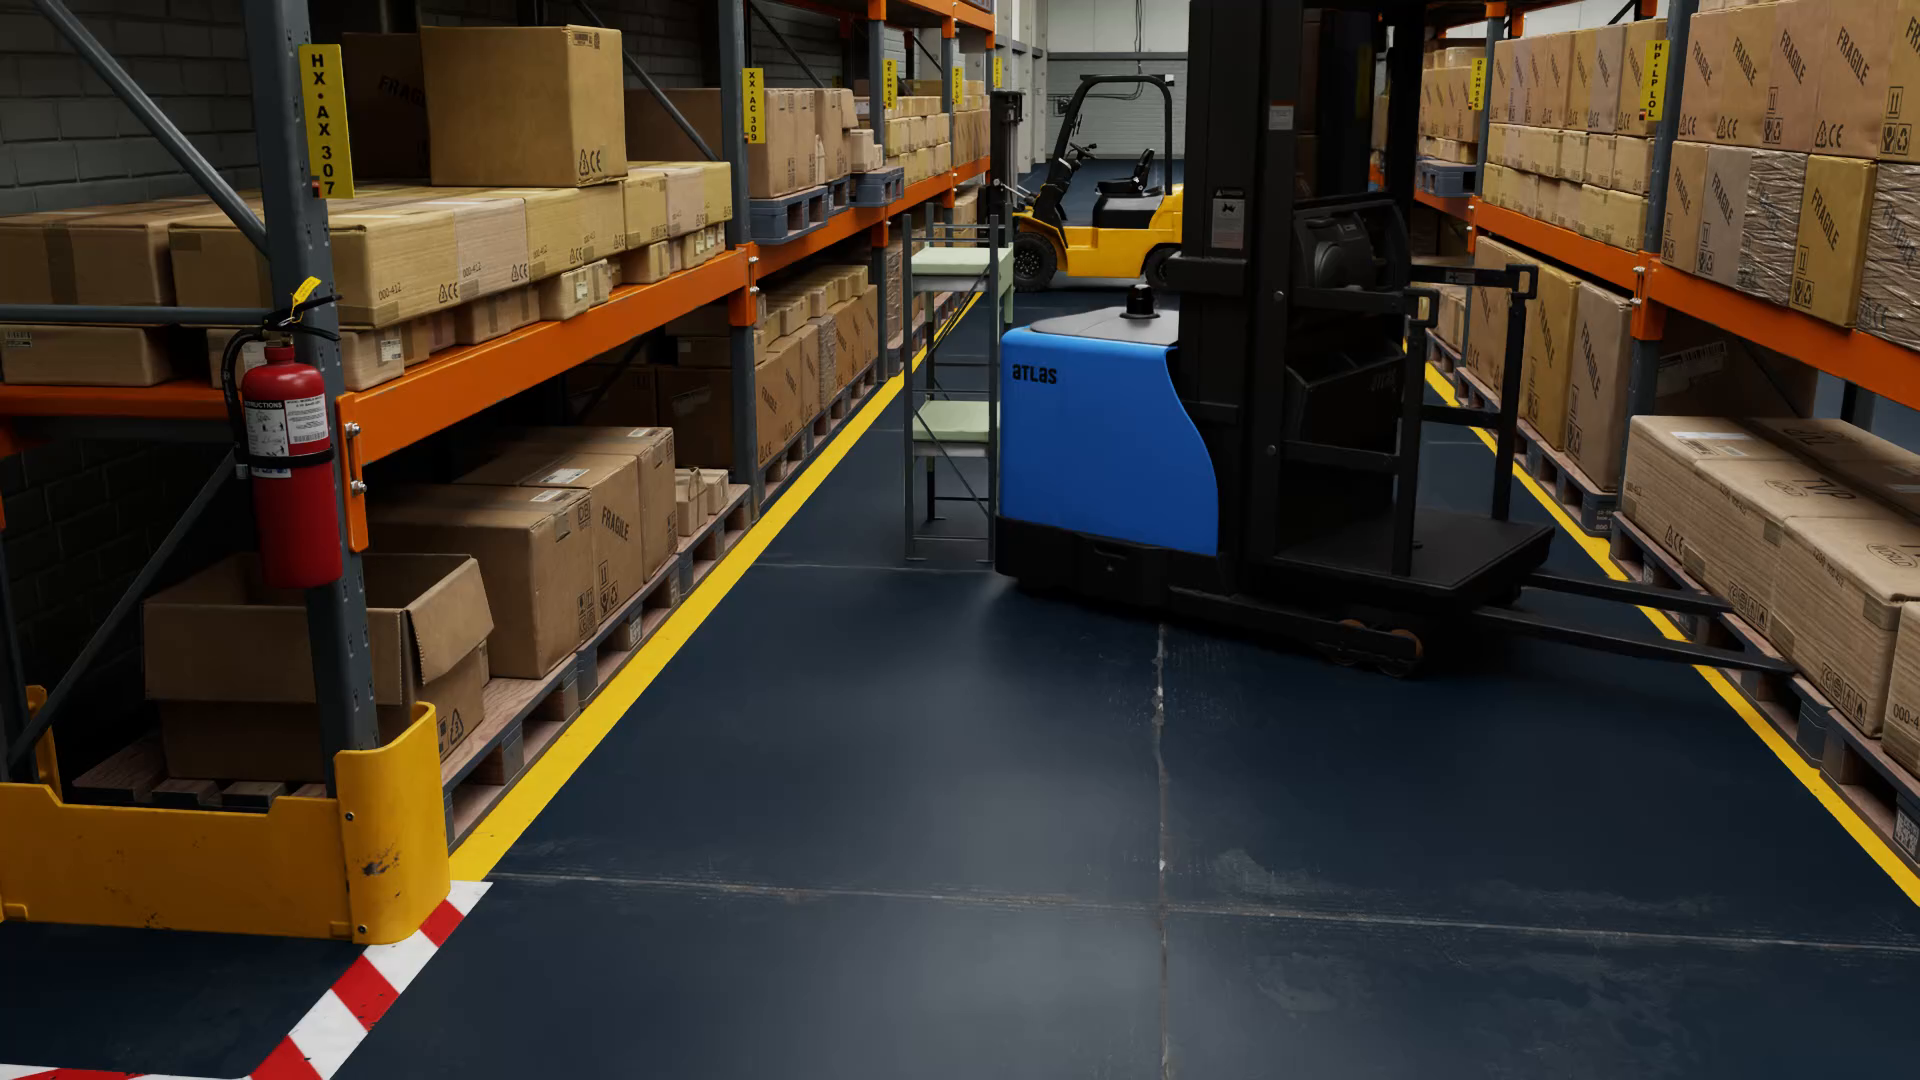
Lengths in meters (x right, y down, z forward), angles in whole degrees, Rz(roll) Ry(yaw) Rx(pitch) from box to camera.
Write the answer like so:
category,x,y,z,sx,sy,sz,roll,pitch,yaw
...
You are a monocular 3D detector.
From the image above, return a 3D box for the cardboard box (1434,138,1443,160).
category,x,y,z,sx,sy,sz,roll,pitch,yaw
cardboard box,3.714,-2.884,12.259,0.380,0.149,0.250,2,15,7

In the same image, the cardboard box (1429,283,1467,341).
category,x,y,z,sx,sy,sz,roll,pitch,yaw
cardboard box,4.064,-1.708,12.461,0.950,0.372,0.625,1,15,5

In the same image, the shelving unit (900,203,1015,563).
category,x,y,z,sx,sy,sz,roll,pitch,yaw
shelving unit,0.001,-0.726,7.473,0.431,1.500,0.755,2,15,6

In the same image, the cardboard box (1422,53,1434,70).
category,x,y,z,sx,sy,sz,roll,pitch,yaw
cardboard box,3.962,-4.069,14.156,0.380,0.149,0.250,2,15,6

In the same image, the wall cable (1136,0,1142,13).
category,x,y,z,sx,sy,sz,roll,pitch,yaw
wall cable,6.631,-16.763,48.689,3.097,2.526,0.112,2,15,6

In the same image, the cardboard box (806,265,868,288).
category,x,y,z,sx,sy,sz,roll,pitch,yaw
cardboard box,-0.821,-1.755,11.146,0.380,0.149,0.250,1,15,4

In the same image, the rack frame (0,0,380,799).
category,x,y,z,sx,sy,sz,roll,pitch,yaw
rack frame,-1.920,-0.506,3.787,1.000,3.000,0.127,2,15,6

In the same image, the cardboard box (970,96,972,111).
category,x,y,z,sx,sy,sz,roll,pitch,yaw
cardboard box,-0.074,-4.455,16.958,0.380,0.149,0.250,1,15,5

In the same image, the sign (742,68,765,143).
category,x,y,z,sx,sy,sz,roll,pitch,yaw
sign,-0.929,-1.947,7.459,0.100,0.325,0.005,2,15,6

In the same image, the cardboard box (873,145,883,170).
category,x,y,z,sx,sy,sz,roll,pitch,yaw
cardboard box,-0.710,-2.481,10.767,0.380,0.149,0.250,2,15,7

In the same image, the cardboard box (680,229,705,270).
category,x,y,z,sx,sy,sz,roll,pitch,yaw
cardboard box,-1.267,-1.196,6.819,0.380,0.149,0.250,2,15,8

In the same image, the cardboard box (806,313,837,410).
category,x,y,z,sx,sy,sz,roll,pitch,yaw
cardboard box,-1.015,-1.060,9.822,0.500,0.500,0.500,1,15,4

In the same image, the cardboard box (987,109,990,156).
category,x,y,z,sx,sy,sz,roll,pitch,yaw
cardboard box,0.091,-4.569,18.620,0.500,0.500,0.500,1,15,5

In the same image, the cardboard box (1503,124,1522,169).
category,x,y,z,sx,sy,sz,roll,pitch,yaw
cardboard box,3.553,-2.347,9.923,0.500,0.250,0.500,2,15,8

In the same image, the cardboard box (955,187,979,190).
category,x,y,z,sx,sy,sz,roll,pitch,yaw
cardboard box,0.092,-3.753,18.341,0.500,0.250,0.500,2,15,7

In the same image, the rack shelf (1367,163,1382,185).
category,x,y,z,sx,sy,sz,roll,pitch,yaw
rack shelf,4.592,-3.645,16.772,1.077,0.370,4.000,2,15,6

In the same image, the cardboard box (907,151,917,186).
category,x,y,z,sx,sy,sz,roll,pitch,yaw
cardboard box,-0.611,-2.881,12.856,0.500,0.250,0.500,1,15,4

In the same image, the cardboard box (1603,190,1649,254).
category,x,y,z,sx,sy,sz,roll,pitch,yaw
cardboard box,3.264,-1.450,7.564,0.500,0.250,0.500,1,15,5

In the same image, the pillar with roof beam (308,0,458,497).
category,x,y,z,sx,sy,sz,roll,pitch,yaw
pillar with roof beam,1.835,-4.159,5.802,9.100,9.000,0.400,2,15,6

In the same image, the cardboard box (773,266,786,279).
category,x,y,z,sx,sy,sz,roll,pitch,yaw
cardboard box,-1.386,-1.764,11.181,0.380,0.149,0.250,2,15,9

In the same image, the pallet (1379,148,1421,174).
category,x,y,z,sx,sy,sz,roll,pitch,yaw
pallet,4.136,-3.187,14.068,1.003,0.211,1.213,2,15,6

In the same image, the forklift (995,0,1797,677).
category,x,y,z,sx,sy,sz,roll,pitch,yaw
forklift,1.628,-1.088,6.071,3.031,2.935,1.130,11,19,36

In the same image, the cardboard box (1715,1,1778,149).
category,x,y,z,sx,sy,sz,roll,pitch,yaw
cardboard box,3.106,-1.682,6.029,0.500,0.500,0.500,1,15,6

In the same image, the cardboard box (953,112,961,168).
category,x,y,z,sx,sy,sz,roll,pitch,yaw
cardboard box,-0.256,-3.774,15.681,0.500,0.500,0.500,1,15,5

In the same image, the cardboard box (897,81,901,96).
category,x,y,z,sx,sy,sz,roll,pitch,yaw
cardboard box,-0.761,-4.279,15.736,0.380,0.149,0.250,1,15,5

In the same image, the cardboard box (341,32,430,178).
category,x,y,z,sx,sy,sz,roll,pitch,yaw
cardboard box,-1.901,-1.598,6.107,0.500,0.500,0.500,1,15,5

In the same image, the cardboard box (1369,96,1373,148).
category,x,y,z,sx,sy,sz,roll,pitch,yaw
cardboard box,4.328,-4.189,16.646,0.500,0.500,0.500,1,15,5

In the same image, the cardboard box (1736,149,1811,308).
category,x,y,z,sx,sy,sz,roll,pitch,yaw
cardboard box,3.027,-1.073,5.694,0.500,0.500,0.500,2,15,7

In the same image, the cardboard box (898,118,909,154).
category,x,y,z,sx,sy,sz,roll,pitch,yaw
cardboard box,-0.667,-2.988,12.294,0.500,0.250,0.500,2,15,8

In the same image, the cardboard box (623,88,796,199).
category,x,y,z,sx,sy,sz,roll,pitch,yaw
cardboard box,-1.192,-1.913,7.996,0.700,0.500,0.500,2,15,8

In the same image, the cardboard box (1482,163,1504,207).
category,x,y,z,sx,sy,sz,roll,pitch,yaw
cardboard box,3.610,-2.244,10.501,0.500,0.250,0.500,1,15,5

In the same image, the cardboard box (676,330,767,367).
category,x,y,z,sx,sy,sz,roll,pitch,yaw
cardboard box,-1.164,-0.938,8.126,0.380,0.149,0.250,2,15,9

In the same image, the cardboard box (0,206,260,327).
category,x,y,z,sx,sy,sz,roll,pitch,yaw
cardboard box,-2.132,-0.704,4.238,0.500,0.250,0.500,2,15,8

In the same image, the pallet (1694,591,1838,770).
category,x,y,z,sx,sy,sz,roll,pitch,yaw
pallet,3.165,0.460,5.557,1.003,0.211,1.213,2,15,6

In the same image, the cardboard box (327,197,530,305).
category,x,y,z,sx,sy,sz,roll,pitch,yaw
cardboard box,-1.544,-0.818,4.657,0.500,0.250,0.500,2,15,7

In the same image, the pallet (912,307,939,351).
category,x,y,z,sx,sy,sz,roll,pitch,yaw
pallet,-0.745,-1.763,13.777,1.003,0.211,1.213,2,15,6

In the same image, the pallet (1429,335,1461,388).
category,x,y,z,sx,sy,sz,roll,pitch,yaw
pallet,4.005,-1.292,12.037,1.003,0.211,1.213,2,15,6

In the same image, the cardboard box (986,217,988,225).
category,x,y,z,sx,sy,sz,roll,pitch,yaw
cardboard box,0.037,-3.373,17.894,0.500,0.250,0.500,1,15,5

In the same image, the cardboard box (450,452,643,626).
category,x,y,z,sx,sy,sz,roll,pitch,yaw
cardboard box,-1.463,-0.013,5.947,0.500,0.500,0.500,2,15,7

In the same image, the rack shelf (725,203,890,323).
category,x,y,z,sx,sy,sz,roll,pitch,yaw
rack shelf,-1.243,-1.715,9.636,1.077,0.370,4.000,2,15,6

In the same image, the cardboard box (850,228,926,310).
category,x,y,z,sx,sy,sz,roll,pitch,yaw
cardboard box,-0.709,-2.338,14.307,0.875,0.625,0.625,2,15,6

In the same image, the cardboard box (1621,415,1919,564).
category,x,y,z,sx,sy,sz,roll,pitch,yaw
cardboard box,3.286,-0.205,6.776,0.875,0.438,0.875,1,15,5

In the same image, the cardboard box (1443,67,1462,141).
category,x,y,z,sx,sy,sz,roll,pitch,yaw
cardboard box,3.738,-3.091,11.780,0.500,0.500,0.500,1,15,5

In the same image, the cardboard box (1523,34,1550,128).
category,x,y,z,sx,sy,sz,roll,pitch,yaw
cardboard box,3.497,-2.583,9.362,0.500,0.500,0.500,2,15,8

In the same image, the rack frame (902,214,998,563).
category,x,y,z,sx,sy,sz,roll,pitch,yaw
rack frame,-0.041,-0.631,7.122,0.400,1.500,0.023,2,15,6

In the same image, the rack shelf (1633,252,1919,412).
category,x,y,z,sx,sy,sz,roll,pitch,yaw
rack shelf,3.238,-0.532,5.262,1.077,0.370,4.000,2,15,6

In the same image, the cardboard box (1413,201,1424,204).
category,x,y,z,sx,sy,sz,roll,pitch,yaw
cardboard box,4.222,-3.004,16.051,0.500,0.500,0.500,2,15,7

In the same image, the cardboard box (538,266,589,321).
category,x,y,z,sx,sy,sz,roll,pitch,yaw
cardboard box,-1.415,-0.795,5.336,0.380,0.149,0.250,1,15,5

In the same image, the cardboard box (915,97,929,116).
category,x,y,z,sx,sy,sz,roll,pitch,yaw
cardboard box,-0.451,-3.481,13.356,0.380,0.149,0.250,1,15,5

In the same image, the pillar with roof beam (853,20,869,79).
category,x,y,z,sx,sy,sz,roll,pitch,yaw
pillar with roof beam,3.189,-7.271,17.312,9.100,9.000,0.400,2,15,6

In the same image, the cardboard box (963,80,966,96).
category,x,y,z,sx,sy,sz,roll,pitch,yaw
cardboard box,-0.144,-4.398,16.176,0.380,0.149,0.250,2,15,8

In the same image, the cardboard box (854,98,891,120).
category,x,y,z,sx,sy,sz,roll,pitch,yaw
cardboard box,-0.689,-3.016,11.637,0.380,0.149,0.250,2,15,8

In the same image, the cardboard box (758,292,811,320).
category,x,y,z,sx,sy,sz,roll,pitch,yaw
cardboard box,-1.077,-1.349,9.647,0.380,0.149,0.250,2,15,6
